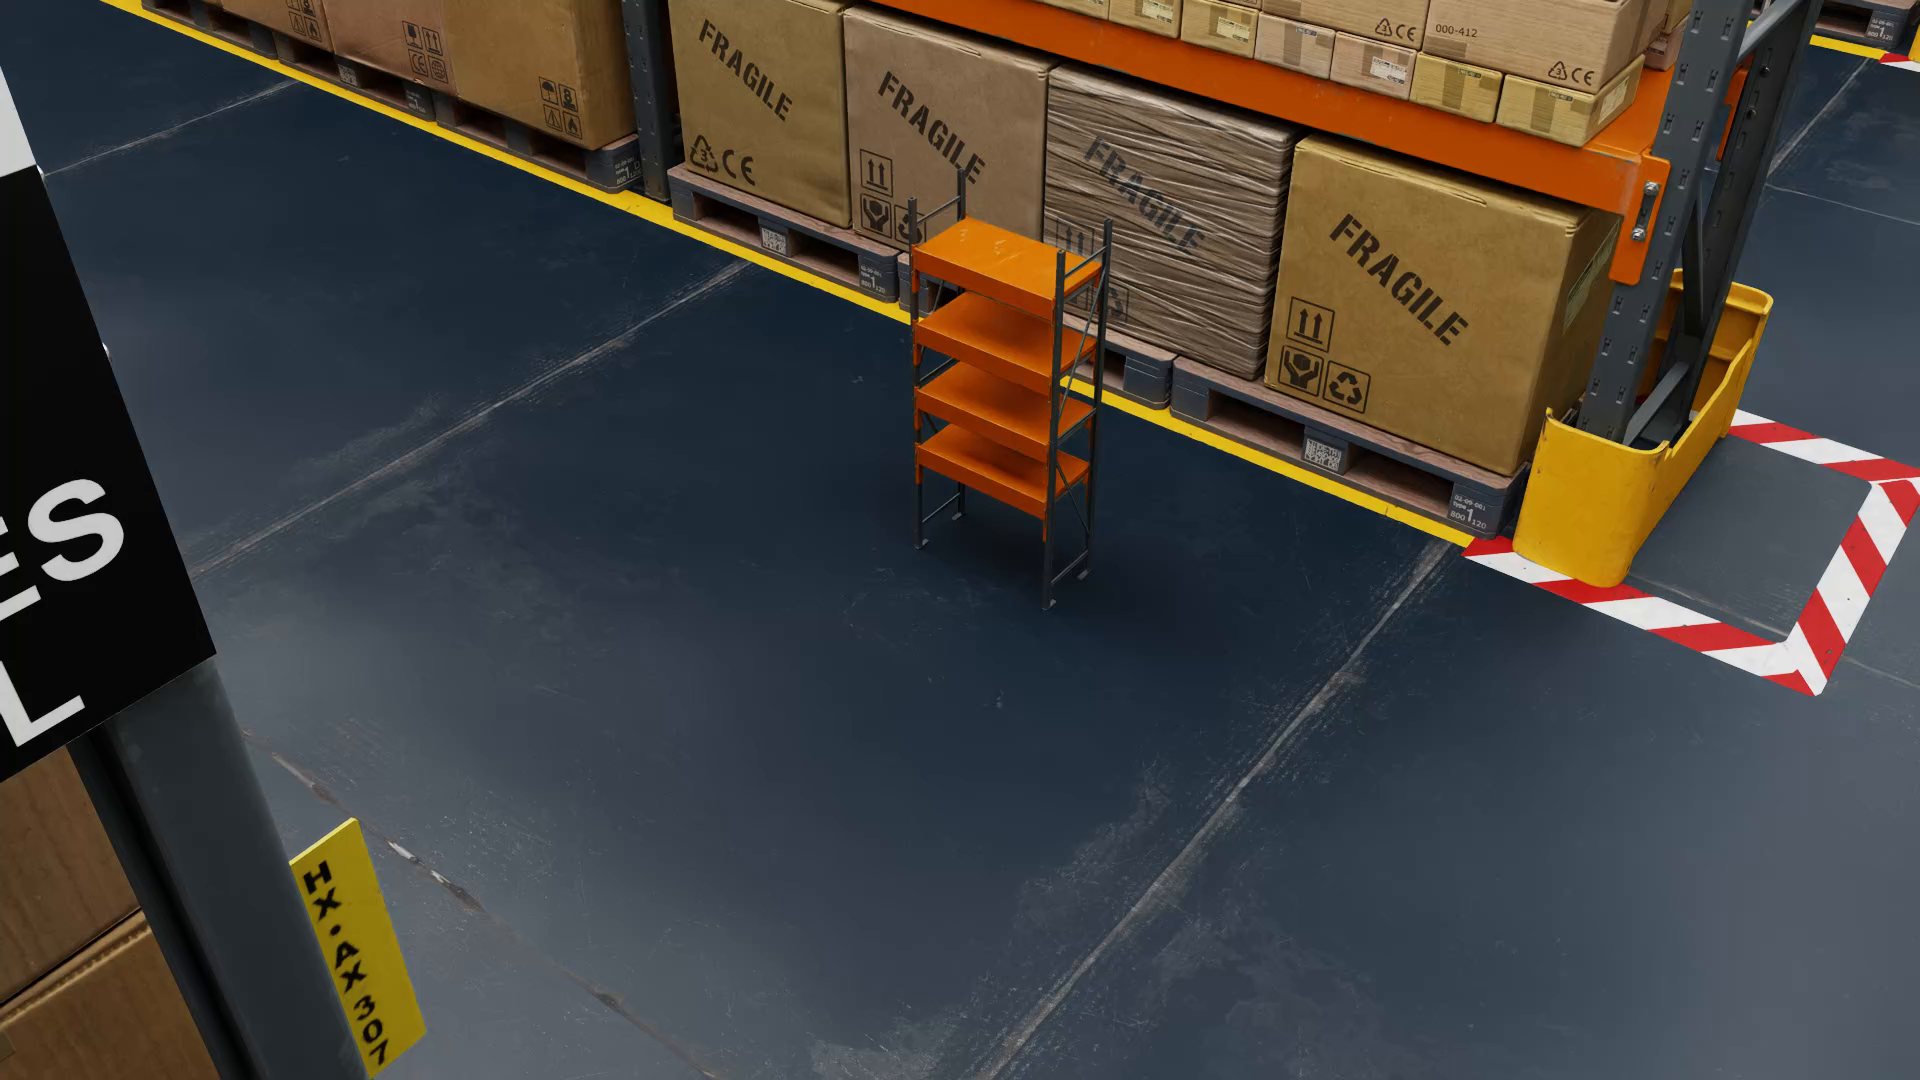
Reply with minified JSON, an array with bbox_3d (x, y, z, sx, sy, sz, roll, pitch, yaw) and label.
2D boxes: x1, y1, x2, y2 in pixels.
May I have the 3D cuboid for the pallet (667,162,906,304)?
[{"bbox_3d":[-0.442,-1.454,6.937,1.213,0.211,1.003,25,45,29],"label":"pallet"}]

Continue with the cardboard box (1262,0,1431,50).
[{"bbox_3d":[1.230,-1.677,4.840,0.500,0.250,0.500,24,44,28],"label":"cardboard box"}]

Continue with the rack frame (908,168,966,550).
[{"bbox_3d":[-0.062,-0.502,4.918,0.015,1.200,0.240,25,45,29],"label":"rack frame"}]

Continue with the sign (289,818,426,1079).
[{"bbox_3d":[-0.585,0.407,1.595,0.005,0.325,0.100,25,45,29],"label":"sign"}]

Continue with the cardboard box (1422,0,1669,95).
[{"bbox_3d":[1.633,-1.487,4.597,0.500,0.250,0.500,25,44,28],"label":"cardboard box"}]

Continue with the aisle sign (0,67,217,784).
[{"bbox_3d":[-0.674,-0.130,0.874,0.004,0.787,0.394,25,45,29],"label":"aisle sign"}]

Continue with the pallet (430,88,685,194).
[{"bbox_3d":[-1.657,-2.030,7.671,1.213,0.211,1.003,25,45,29],"label":"pallet"}]

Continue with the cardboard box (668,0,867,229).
[{"bbox_3d":[-0.523,-1.918,6.649,0.875,0.875,0.875,25,45,29],"label":"cardboard box"}]

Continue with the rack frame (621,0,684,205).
[{"bbox_3d":[-0.998,-2.876,6.490,0.127,3.000,1.000,25,45,29],"label":"rack frame"}]

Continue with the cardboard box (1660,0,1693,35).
[{"bbox_3d":[1.962,-1.748,4.929,0.500,0.250,0.500,24,44,27],"label":"cardboard box"}]

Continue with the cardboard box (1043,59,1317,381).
[{"bbox_3d":[0.899,-1.248,5.793,0.875,0.875,0.875,25,45,29],"label":"cardboard box"}]

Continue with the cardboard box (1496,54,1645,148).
[{"bbox_3d":[1.696,-1.251,4.618,0.250,0.149,0.380,26,45,29],"label":"cardboard box"}]

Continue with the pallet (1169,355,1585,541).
[{"bbox_3d":[1.496,-0.541,5.769,1.213,0.211,1.003,25,45,29],"label":"pallet"}]

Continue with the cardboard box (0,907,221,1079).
[{"bbox_3d":[-1.103,0.553,1.787,0.500,0.500,0.500,27,46,31],"label":"cardboard box"}]

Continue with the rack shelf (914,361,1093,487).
[{"bbox_3d":[0.131,-0.357,4.842,0.480,0.148,0.258,25,45,29],"label":"rack shelf"}]

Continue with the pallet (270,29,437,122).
[{"bbox_3d":[-2.630,-2.486,8.254,1.213,0.211,1.003,25,45,29],"label":"pallet"}]

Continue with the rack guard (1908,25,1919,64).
[{"bbox_3d":[5.215,-2.816,8.441,0.348,0.500,1.175,25,45,29],"label":"rack guard"}]

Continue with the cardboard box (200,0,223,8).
[{"bbox_3d":[-3.640,-3.434,8.585,0.875,0.875,1.225,23,44,27],"label":"cardboard box"}]

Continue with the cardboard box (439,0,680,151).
[{"bbox_3d":[-1.519,-2.434,7.309,0.875,0.875,1.225,25,45,29],"label":"cardboard box"}]

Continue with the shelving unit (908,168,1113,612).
[{"bbox_3d":[0.131,-0.410,4.801,0.503,1.200,0.258,25,45,29],"label":"shelving unit"}]

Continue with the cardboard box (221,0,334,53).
[{"bbox_3d":[-2.937,-3.096,8.154,0.875,0.875,1.225,25,45,29],"label":"cardboard box"}]

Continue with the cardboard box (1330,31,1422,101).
[{"bbox_3d":[1.289,-1.442,4.863,0.250,0.149,0.380,25,45,29],"label":"cardboard box"}]

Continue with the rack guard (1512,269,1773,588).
[{"bbox_3d":[2.198,-0.384,5.335,0.348,0.500,1.175,25,45,29],"label":"rack guard"}]

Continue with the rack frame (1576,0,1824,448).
[{"bbox_3d":[2.179,-1.377,4.576,0.127,3.000,1.000,25,45,29],"label":"rack frame"}]

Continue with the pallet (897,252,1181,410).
[{"bbox_3d":[0.531,-0.998,6.353,1.213,0.211,1.003,25,45,29],"label":"pallet"}]

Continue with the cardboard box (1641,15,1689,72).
[{"bbox_3d":[2.097,-1.573,5.030,0.250,0.149,0.380,26,45,29],"label":"cardboard box"}]

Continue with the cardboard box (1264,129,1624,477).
[{"bbox_3d":[1.622,-0.907,5.358,0.875,0.875,0.875,25,45,29],"label":"cardboard box"}]

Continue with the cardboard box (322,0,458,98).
[{"bbox_3d":[-2.229,-2.768,7.736,0.875,0.875,1.225,24,44,27],"label":"cardboard box"}]

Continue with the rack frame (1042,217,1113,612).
[{"bbox_3d":[0.325,-0.319,4.684,0.015,1.200,0.240,25,45,29],"label":"rack frame"}]

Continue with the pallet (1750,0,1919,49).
[{"bbox_3d":[4.556,-3.033,8.952,1.213,0.211,1.003,25,45,29],"label":"pallet"}]

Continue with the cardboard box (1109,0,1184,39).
[{"bbox_3d":[0.677,-1.729,5.229,0.250,0.149,0.380,25,45,29],"label":"cardboard box"}]

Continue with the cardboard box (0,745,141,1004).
[{"bbox_3d":[-1.110,0.165,1.473,0.500,0.500,0.500,25,44,28],"label":"cardboard box"}]

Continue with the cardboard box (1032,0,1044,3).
[{"bbox_3d":[0.274,-1.920,5.473,0.250,0.149,0.380,24,44,27],"label":"cardboard box"}]

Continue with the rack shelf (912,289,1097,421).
[{"bbox_3d":[0.131,-0.534,4.705,0.480,0.148,0.258,25,45,29],"label":"rack shelf"}]

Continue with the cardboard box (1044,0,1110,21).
[{"bbox_3d":[0.482,-1.823,5.349,0.250,0.149,0.380,26,45,29],"label":"cardboard box"}]

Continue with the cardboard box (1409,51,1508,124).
[{"bbox_3d":[1.488,-1.347,4.741,0.250,0.149,0.380,26,45,29],"label":"cardboard box"}]

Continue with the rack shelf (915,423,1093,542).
[{"bbox_3d":[0.131,-0.201,4.965,0.480,0.148,0.258,25,45,29],"label":"rack shelf"}]

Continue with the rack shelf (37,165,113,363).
[{"bbox_3d":[-2.503,-0.634,1.776,4.000,0.370,1.077,25,45,29],"label":"rack shelf"}]

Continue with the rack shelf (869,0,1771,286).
[{"bbox_3d":[0.590,-1.843,5.755,4.000,0.370,1.077,25,45,29],"label":"rack shelf"}]

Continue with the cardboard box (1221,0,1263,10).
[{"bbox_3d":[0.826,-1.868,5.083,0.500,0.250,0.500,24,44,27],"label":"cardboard box"}]

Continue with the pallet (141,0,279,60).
[{"bbox_3d":[-3.595,-2.944,8.838,1.213,0.211,1.003,25,45,29],"label":"pallet"}]

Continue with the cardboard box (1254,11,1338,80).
[{"bbox_3d":[1.091,-1.536,4.983,0.250,0.149,0.380,26,45,29],"label":"cardboard box"}]

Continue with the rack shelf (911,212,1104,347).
[{"bbox_3d":[0.131,-0.720,4.559,0.480,0.148,0.258,25,45,29],"label":"rack shelf"}]

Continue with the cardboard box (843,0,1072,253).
[{"bbox_3d":[0.192,-1.581,6.219,0.875,0.875,0.875,25,45,29],"label":"cardboard box"}]

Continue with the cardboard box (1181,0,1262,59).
[{"bbox_3d":[0.884,-1.633,5.106,0.250,0.149,0.380,24,44,28],"label":"cardboard box"}]
